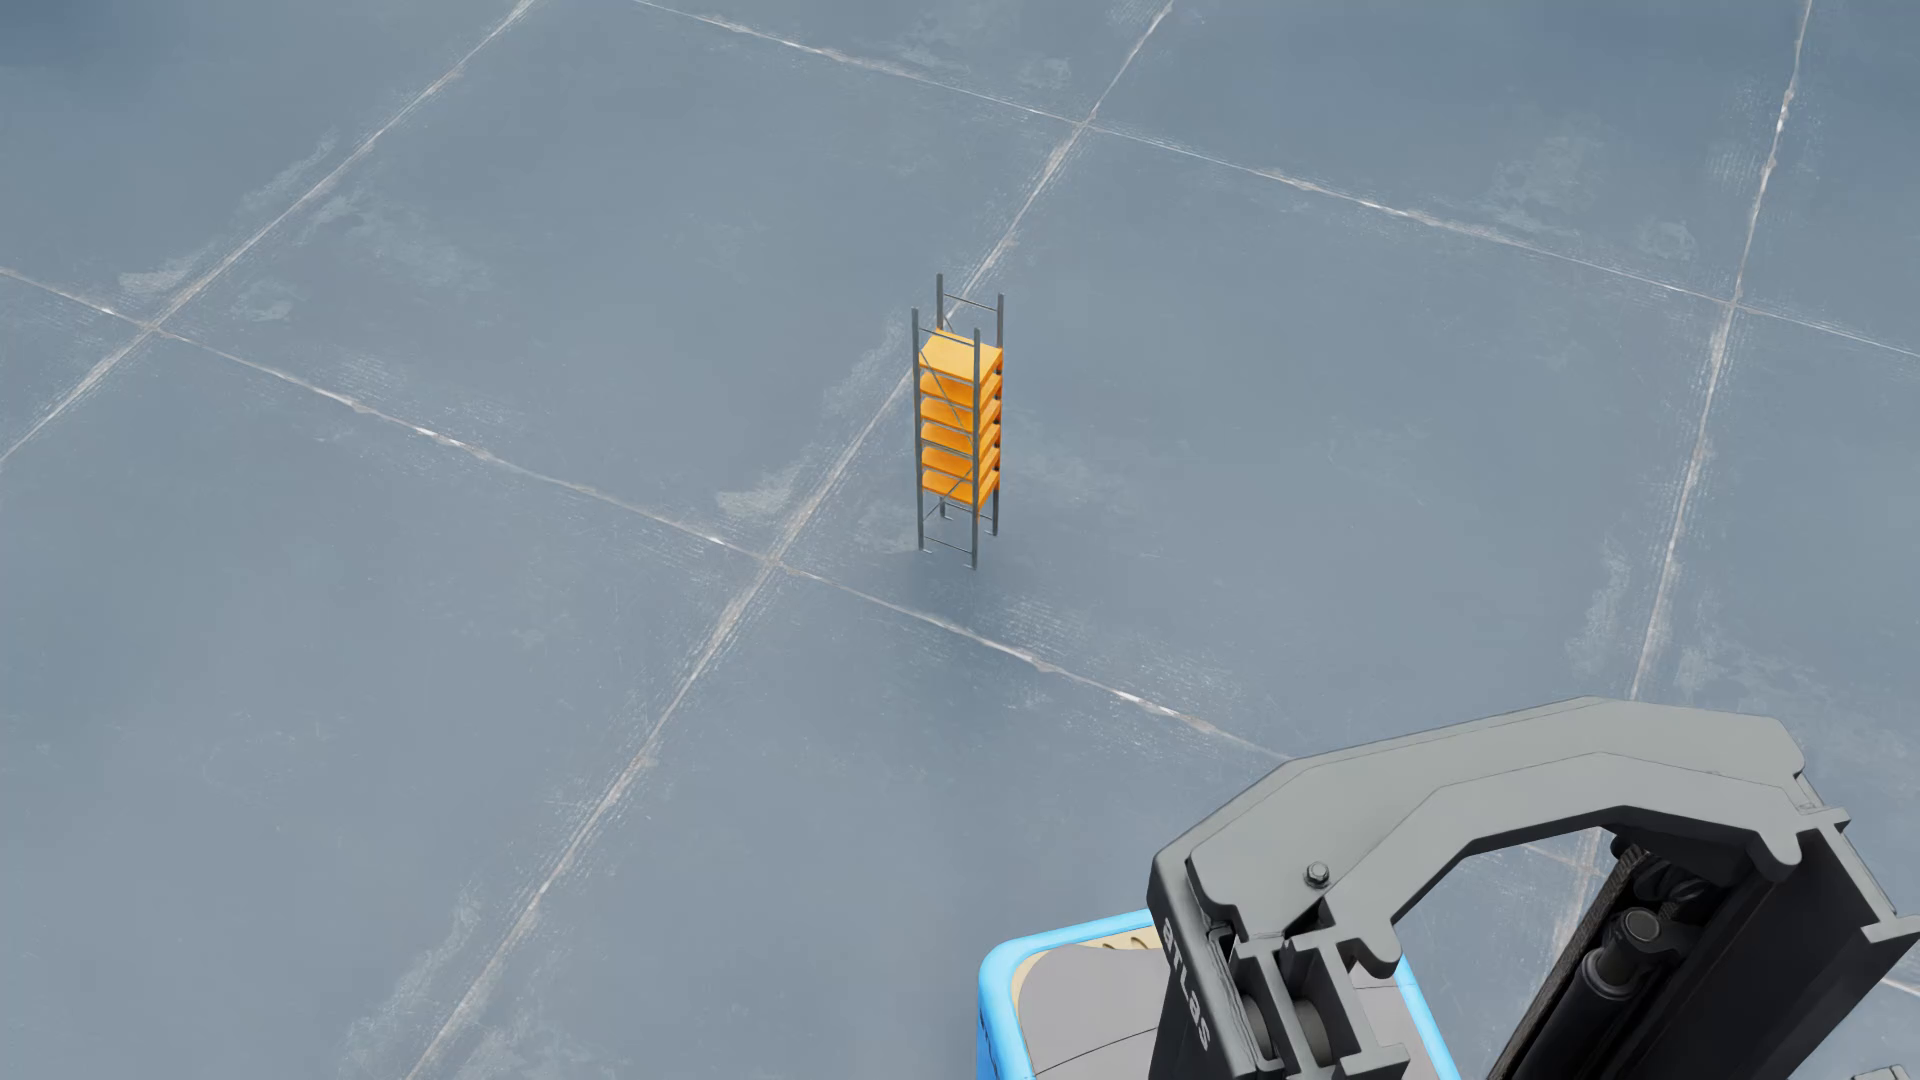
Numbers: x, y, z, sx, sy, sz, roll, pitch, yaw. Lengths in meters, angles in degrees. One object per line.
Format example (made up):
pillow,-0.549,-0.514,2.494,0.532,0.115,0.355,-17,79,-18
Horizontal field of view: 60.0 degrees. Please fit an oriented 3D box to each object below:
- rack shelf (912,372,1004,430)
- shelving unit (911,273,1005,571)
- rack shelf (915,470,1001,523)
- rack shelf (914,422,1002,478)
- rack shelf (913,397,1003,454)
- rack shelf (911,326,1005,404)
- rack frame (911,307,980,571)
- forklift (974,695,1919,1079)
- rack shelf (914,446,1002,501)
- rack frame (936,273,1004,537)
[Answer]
rack shelf,-0.006,-0.506,5.636,0.258,0.103,0.180,20,52,16
shelving unit,-0.006,-0.379,5.785,0.258,1.200,0.189,20,52,16
rack shelf,-0.006,-0.195,6.001,0.258,0.103,0.180,20,52,16
rack shelf,-0.006,-0.350,5.818,0.258,0.103,0.180,20,52,16
rack shelf,-0.006,-0.428,5.727,0.258,0.103,0.180,20,52,16
rack shelf,-0.006,-0.583,5.544,0.258,0.103,0.180,20,52,16
rack frame,-0.045,-0.316,5.731,0.240,1.200,0.006,20,52,16
forklift,0.883,1.732,2.852,1.130,2.935,3.031,-11,50,-9
rack shelf,-0.006,-0.272,5.910,0.258,0.103,0.180,20,52,16
rack frame,0.033,-0.442,5.838,0.240,1.200,0.006,20,52,16
